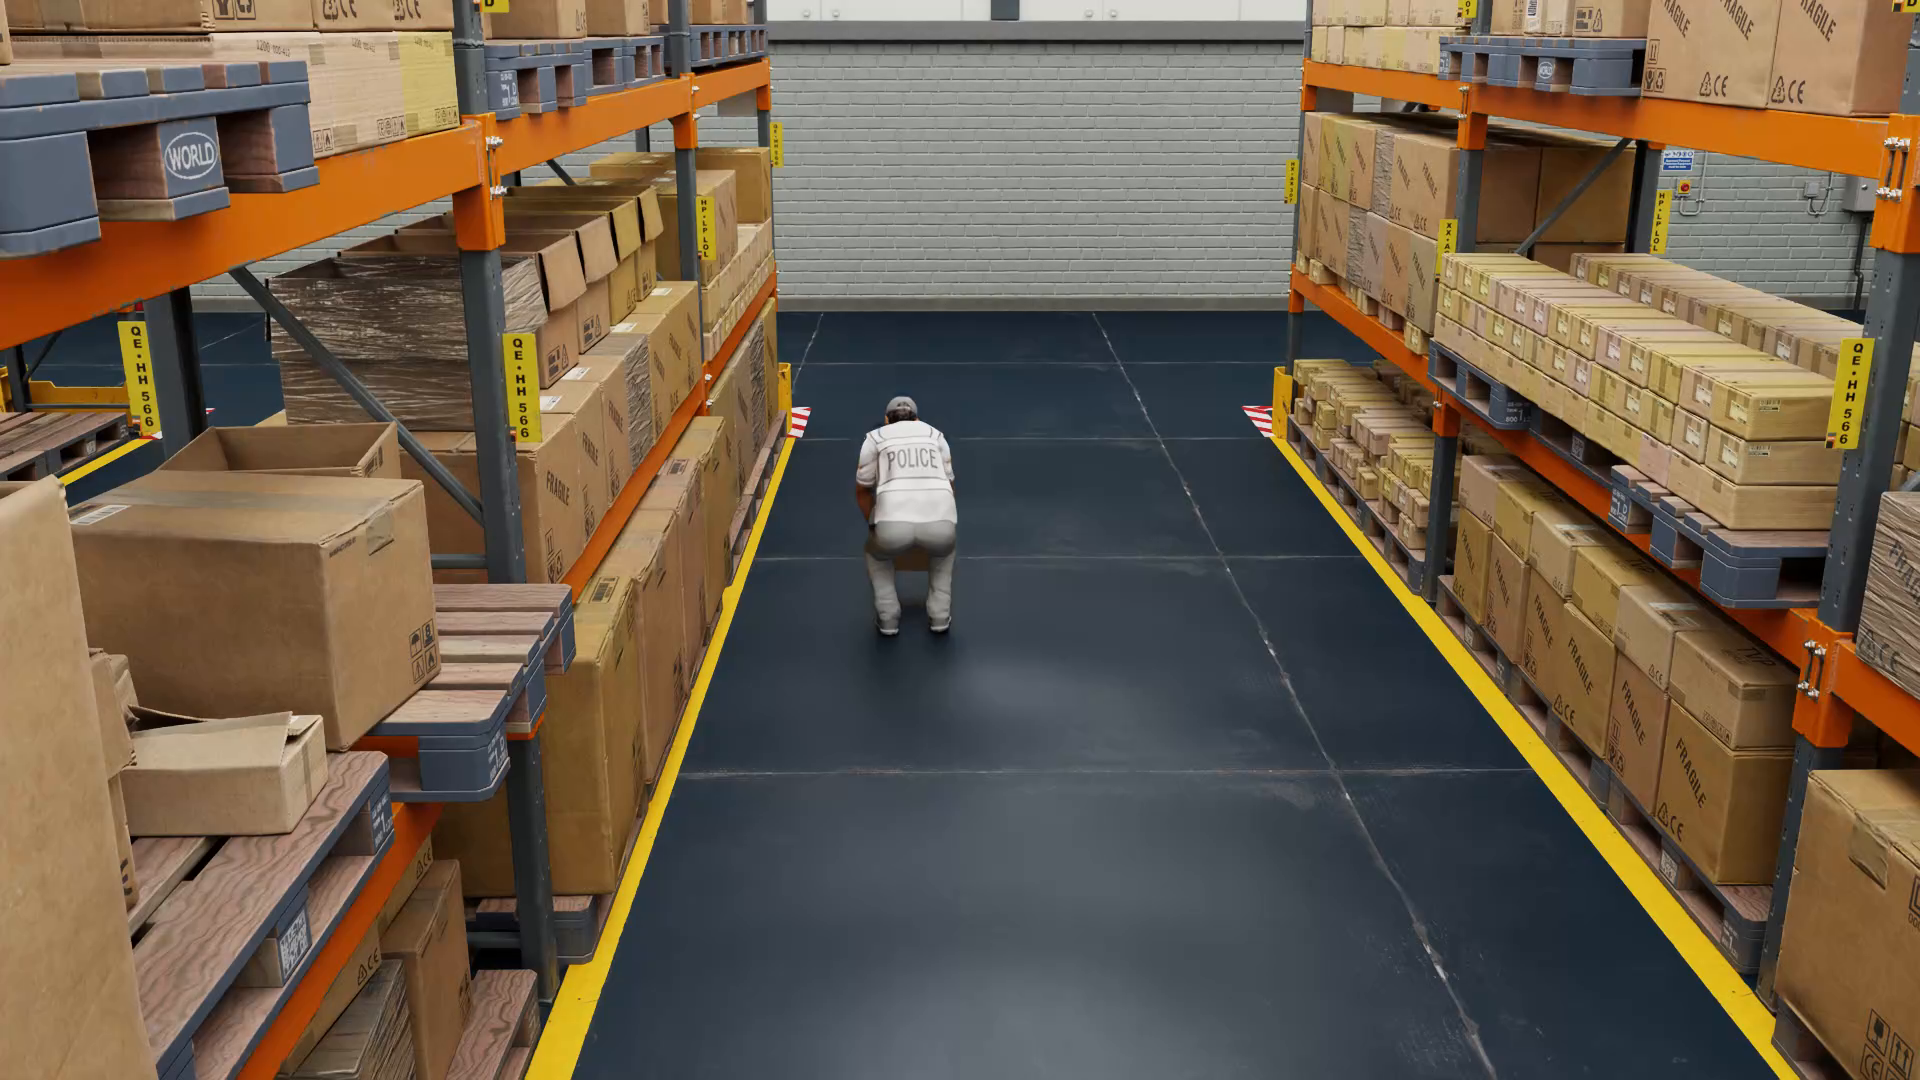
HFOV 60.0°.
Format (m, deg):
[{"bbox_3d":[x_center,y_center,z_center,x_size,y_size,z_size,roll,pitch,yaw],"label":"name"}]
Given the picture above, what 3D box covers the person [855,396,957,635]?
[{"bbox_3d":[-0.282,-0.115,8.736,0.536,1.184,0.811,-1,17,-3],"label":"person"}]
